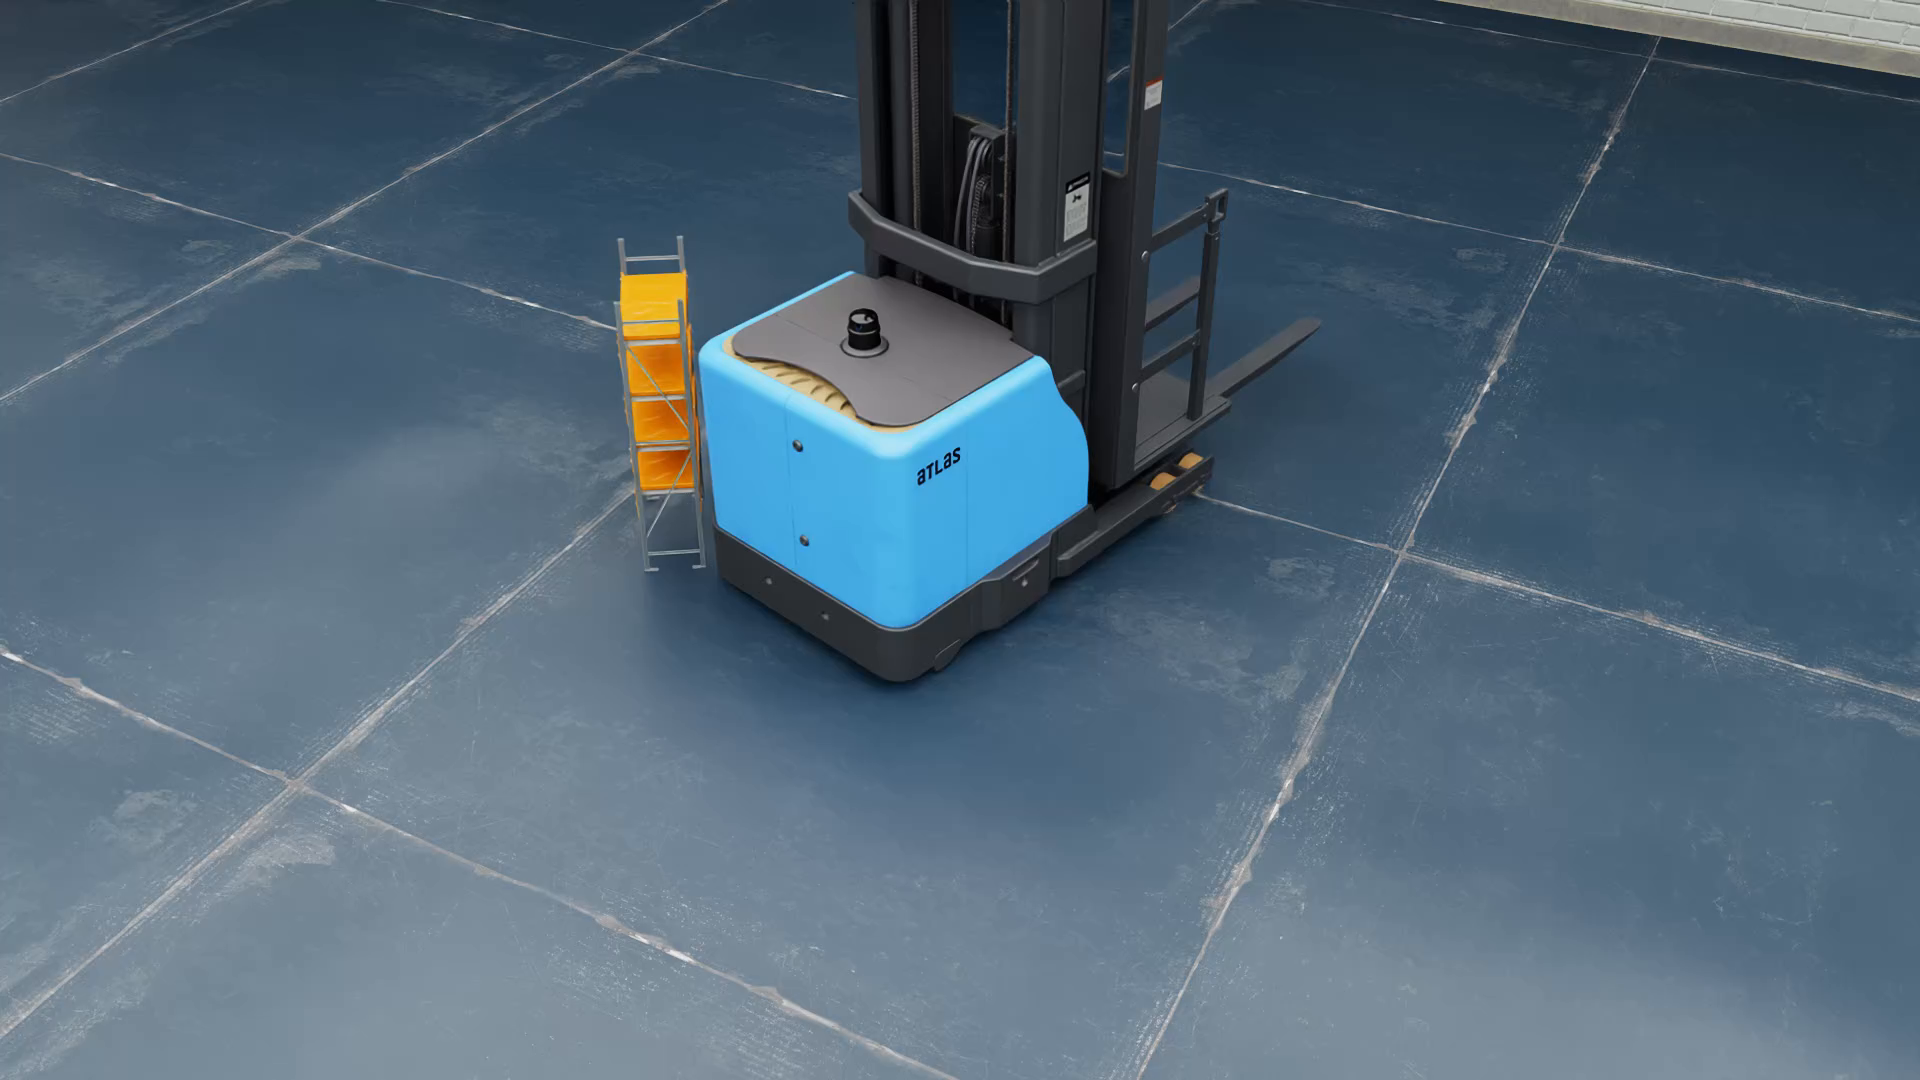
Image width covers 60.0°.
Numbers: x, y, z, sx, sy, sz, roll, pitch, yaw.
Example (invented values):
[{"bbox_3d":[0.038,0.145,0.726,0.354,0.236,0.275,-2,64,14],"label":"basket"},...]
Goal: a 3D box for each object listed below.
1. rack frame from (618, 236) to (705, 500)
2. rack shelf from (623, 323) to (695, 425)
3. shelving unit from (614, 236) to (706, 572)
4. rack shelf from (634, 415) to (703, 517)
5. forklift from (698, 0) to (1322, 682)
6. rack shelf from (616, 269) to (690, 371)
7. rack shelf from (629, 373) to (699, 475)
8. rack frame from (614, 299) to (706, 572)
[{"bbox_3d":[-1.179,-0.657,6.617,0.240,1.200,0.015,-4,37,-7],"label":"rack frame"},{"bbox_3d":[-1.143,-0.635,6.331,0.258,0.148,0.480,-4,37,-7],"label":"rack shelf"},{"bbox_3d":[-1.146,-0.511,6.425,0.258,1.200,0.503,-4,37,-7],"label":"shelving unit"},{"bbox_3d":[-1.152,-0.298,6.585,0.258,0.148,0.480,-4,37,-7],"label":"rack shelf"},{"bbox_3d":[0.417,-1.465,6.256,1.130,2.935,3.031,29,46,32],"label":"forklift"},{"bbox_3d":[-1.137,-0.824,6.188,0.258,0.148,0.480,-4,37,-7],"label":"rack shelf"},{"bbox_3d":[-1.148,-0.457,6.465,0.258,0.148,0.480,-4,37,-7],"label":"rack shelf"},{"bbox_3d":[-1.113,-0.364,6.232,0.240,1.200,0.015,-4,37,-7],"label":"rack frame"}]
